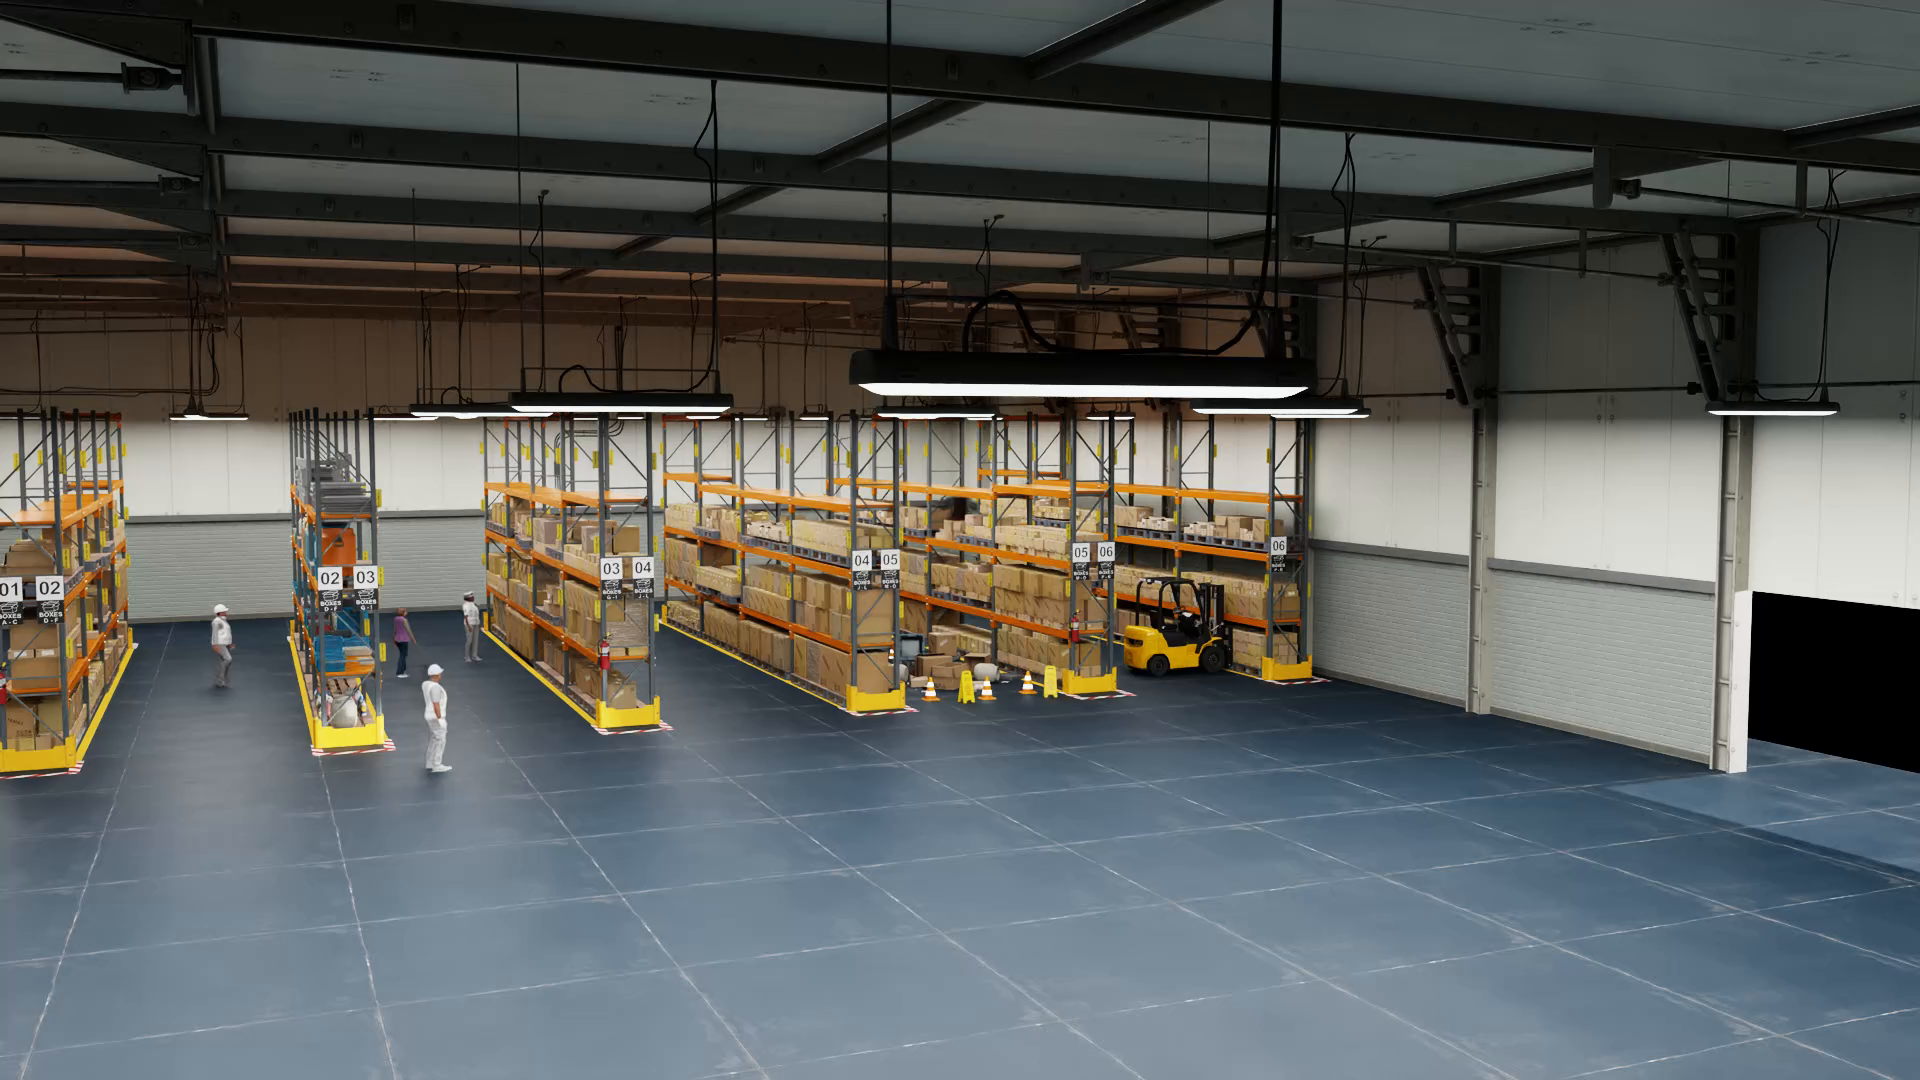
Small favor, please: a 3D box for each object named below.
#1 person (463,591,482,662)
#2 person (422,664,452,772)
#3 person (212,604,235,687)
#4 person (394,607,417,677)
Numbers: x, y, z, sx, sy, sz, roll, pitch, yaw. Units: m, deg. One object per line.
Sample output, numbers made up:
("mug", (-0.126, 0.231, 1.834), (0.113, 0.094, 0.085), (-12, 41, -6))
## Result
("person", (-11.760, 2.096, 40.136), (0.434, 1.729, 0.515), (2, 5, 28))
("person", (-8.613, 2.946, 27.379), (0.446, 1.822, 0.619), (-1, 4, -18))
("person", (-16.099, 2.310, 36.324), (0.529, 1.814, 0.584), (0, 4, 7))
("person", (-12.534, 2.333, 37.391), (0.565, 1.614, 0.475), (2, 5, 30))
